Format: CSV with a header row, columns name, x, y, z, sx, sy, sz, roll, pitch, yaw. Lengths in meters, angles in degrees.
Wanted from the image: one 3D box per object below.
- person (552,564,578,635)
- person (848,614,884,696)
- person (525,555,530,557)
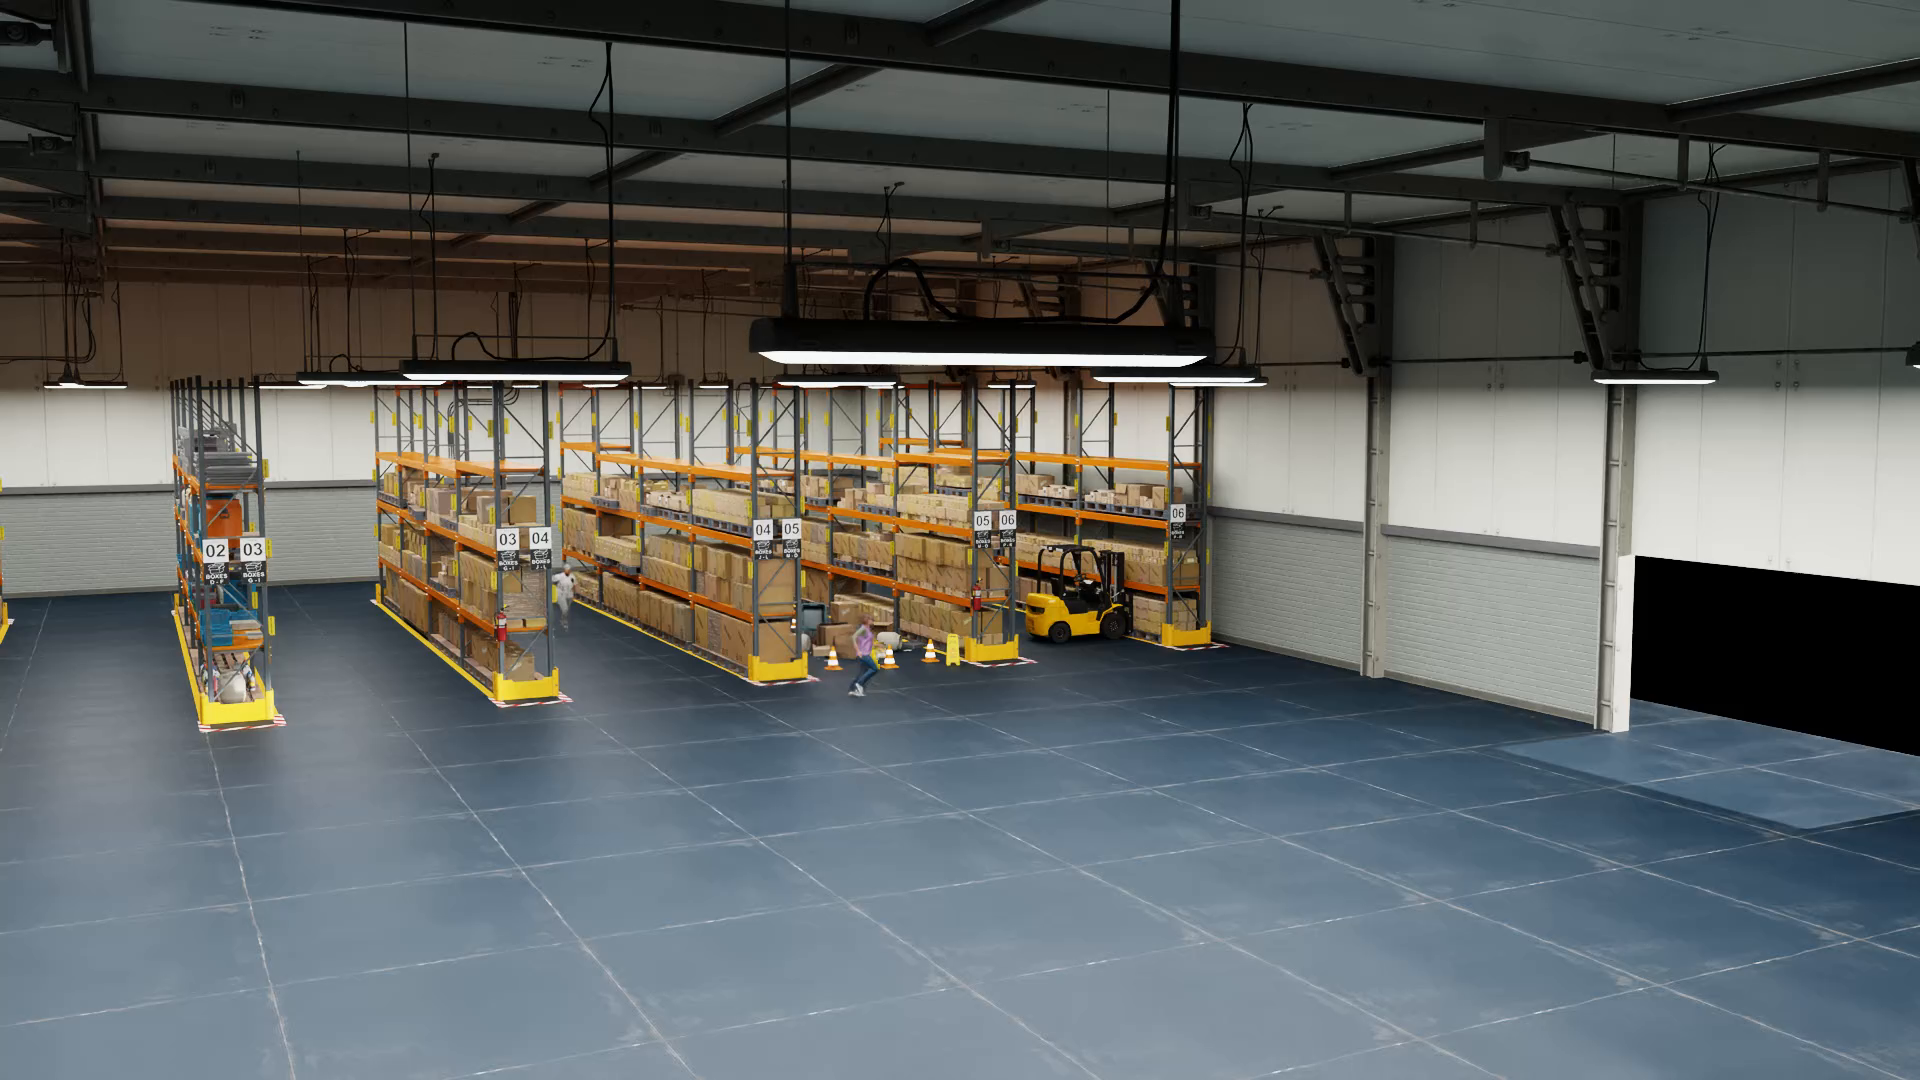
name,x,y,z,sx,sy,sz,roll,pitch,yaw
person,-9.430,1.393,39.642,0.619,1.686,0.844,-4,6,-35
person,-1.759,2.157,31.184,0.689,1.553,0.509,1,5,7
person,-11.532,0.828,45.089,0.691,1.800,0.891,-1,5,-16
